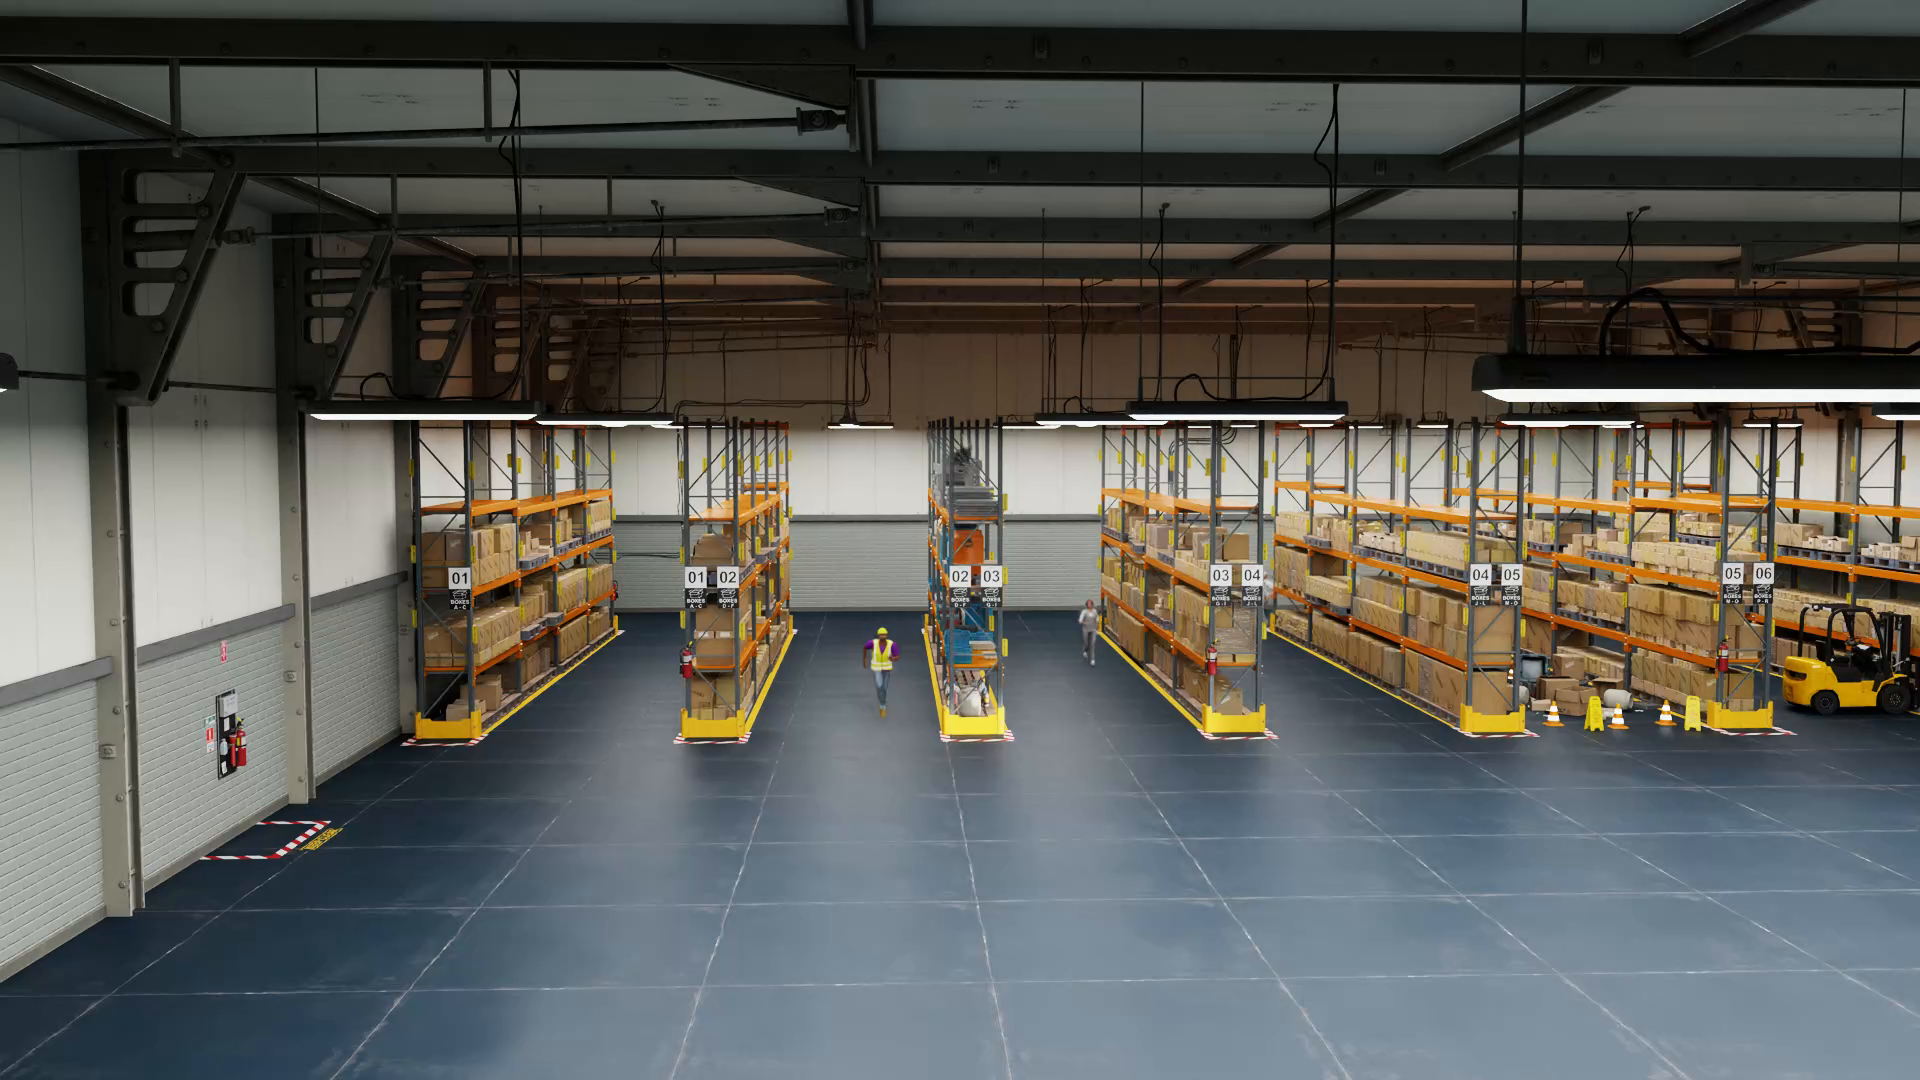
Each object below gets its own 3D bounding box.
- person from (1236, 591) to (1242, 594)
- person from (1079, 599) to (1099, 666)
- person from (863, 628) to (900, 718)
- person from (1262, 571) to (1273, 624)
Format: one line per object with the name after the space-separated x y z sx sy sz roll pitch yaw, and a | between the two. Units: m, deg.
7.912 1.771 47.416 0.721 1.810 0.732 1 4 12 | person
3.184 2.252 40.909 0.541 1.593 0.870 -1 4 -8 | person
-1.580 2.657 33.630 0.729 1.807 0.926 -1 4 -8 | person
8.836 1.749 48.628 0.643 1.686 0.671 -2 4 -24 | person
